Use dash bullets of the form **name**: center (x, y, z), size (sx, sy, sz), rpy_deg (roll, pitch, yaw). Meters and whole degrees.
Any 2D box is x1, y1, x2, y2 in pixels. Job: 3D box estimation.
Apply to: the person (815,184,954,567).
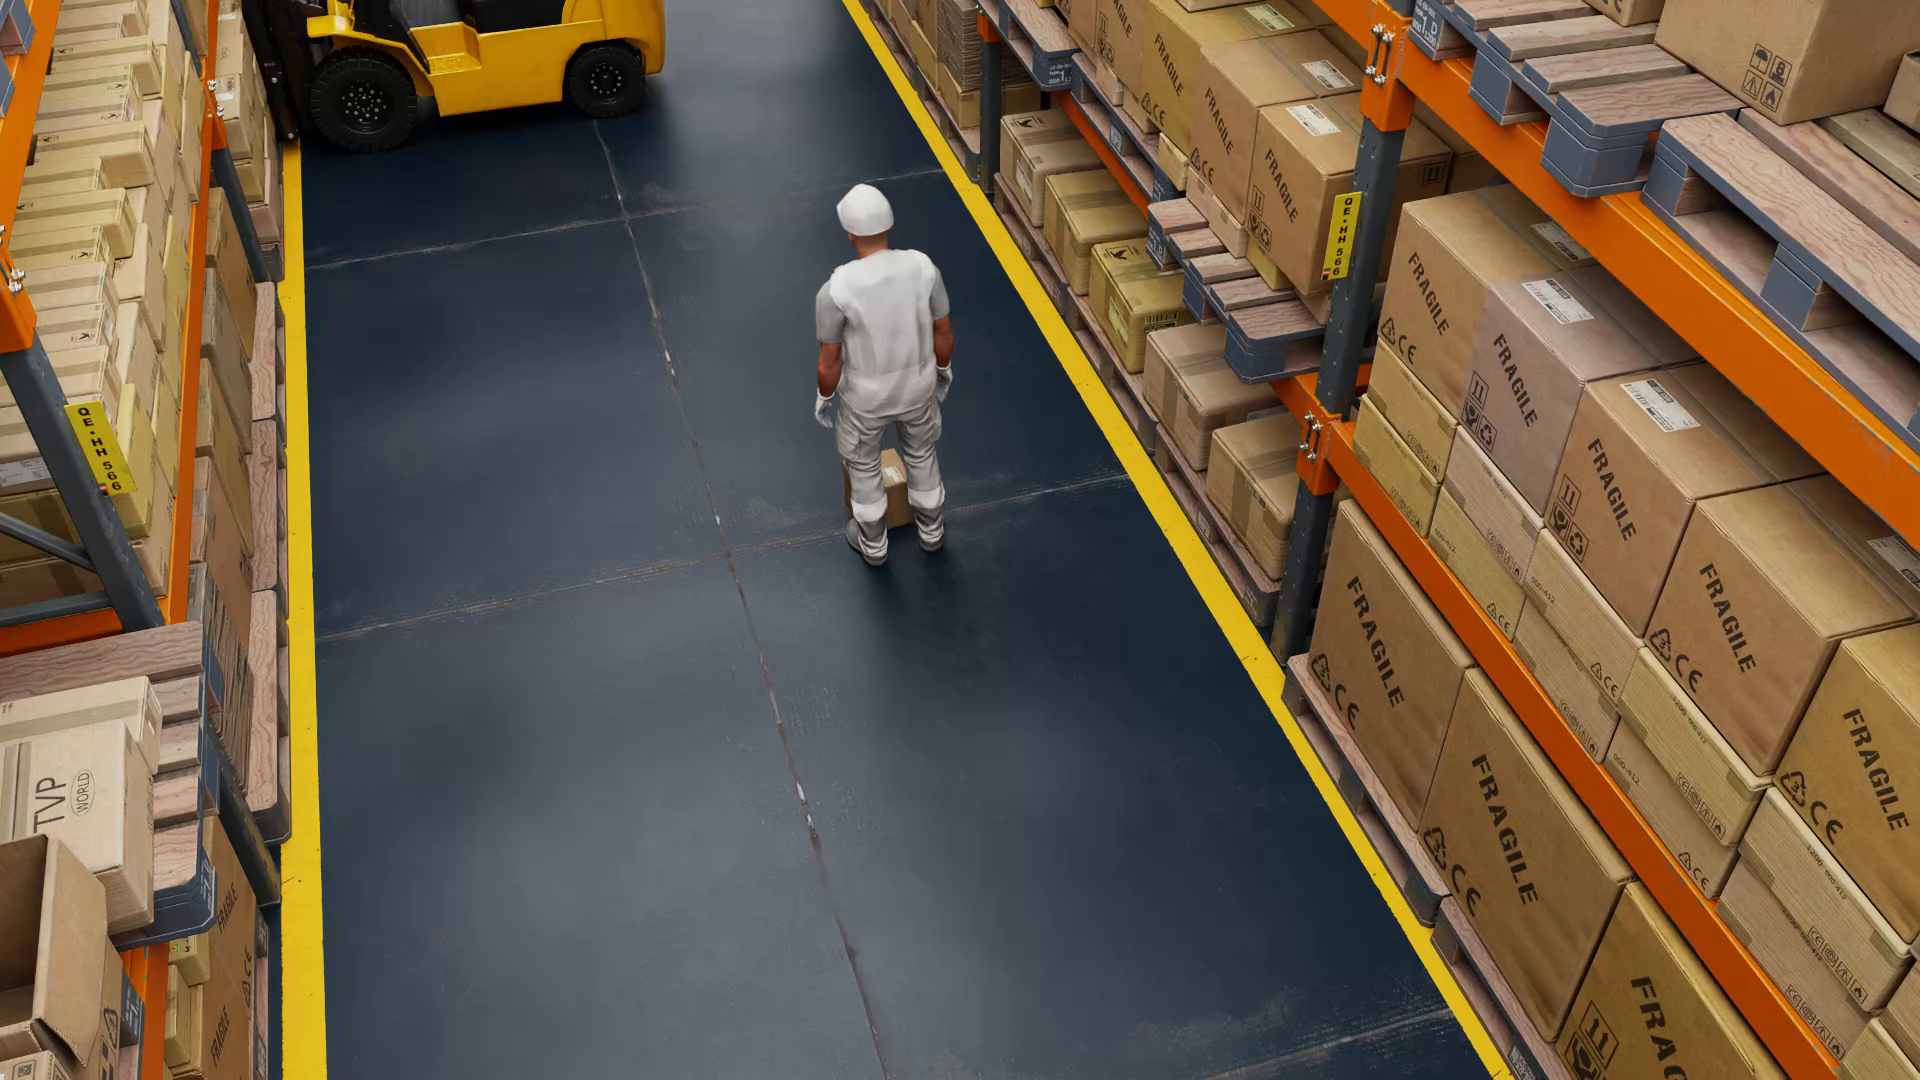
- **person**: center (-0.313, -0.640, 6.865), size (0.611, 1.778, 0.451), rpy_deg (-14, 44, -15)
